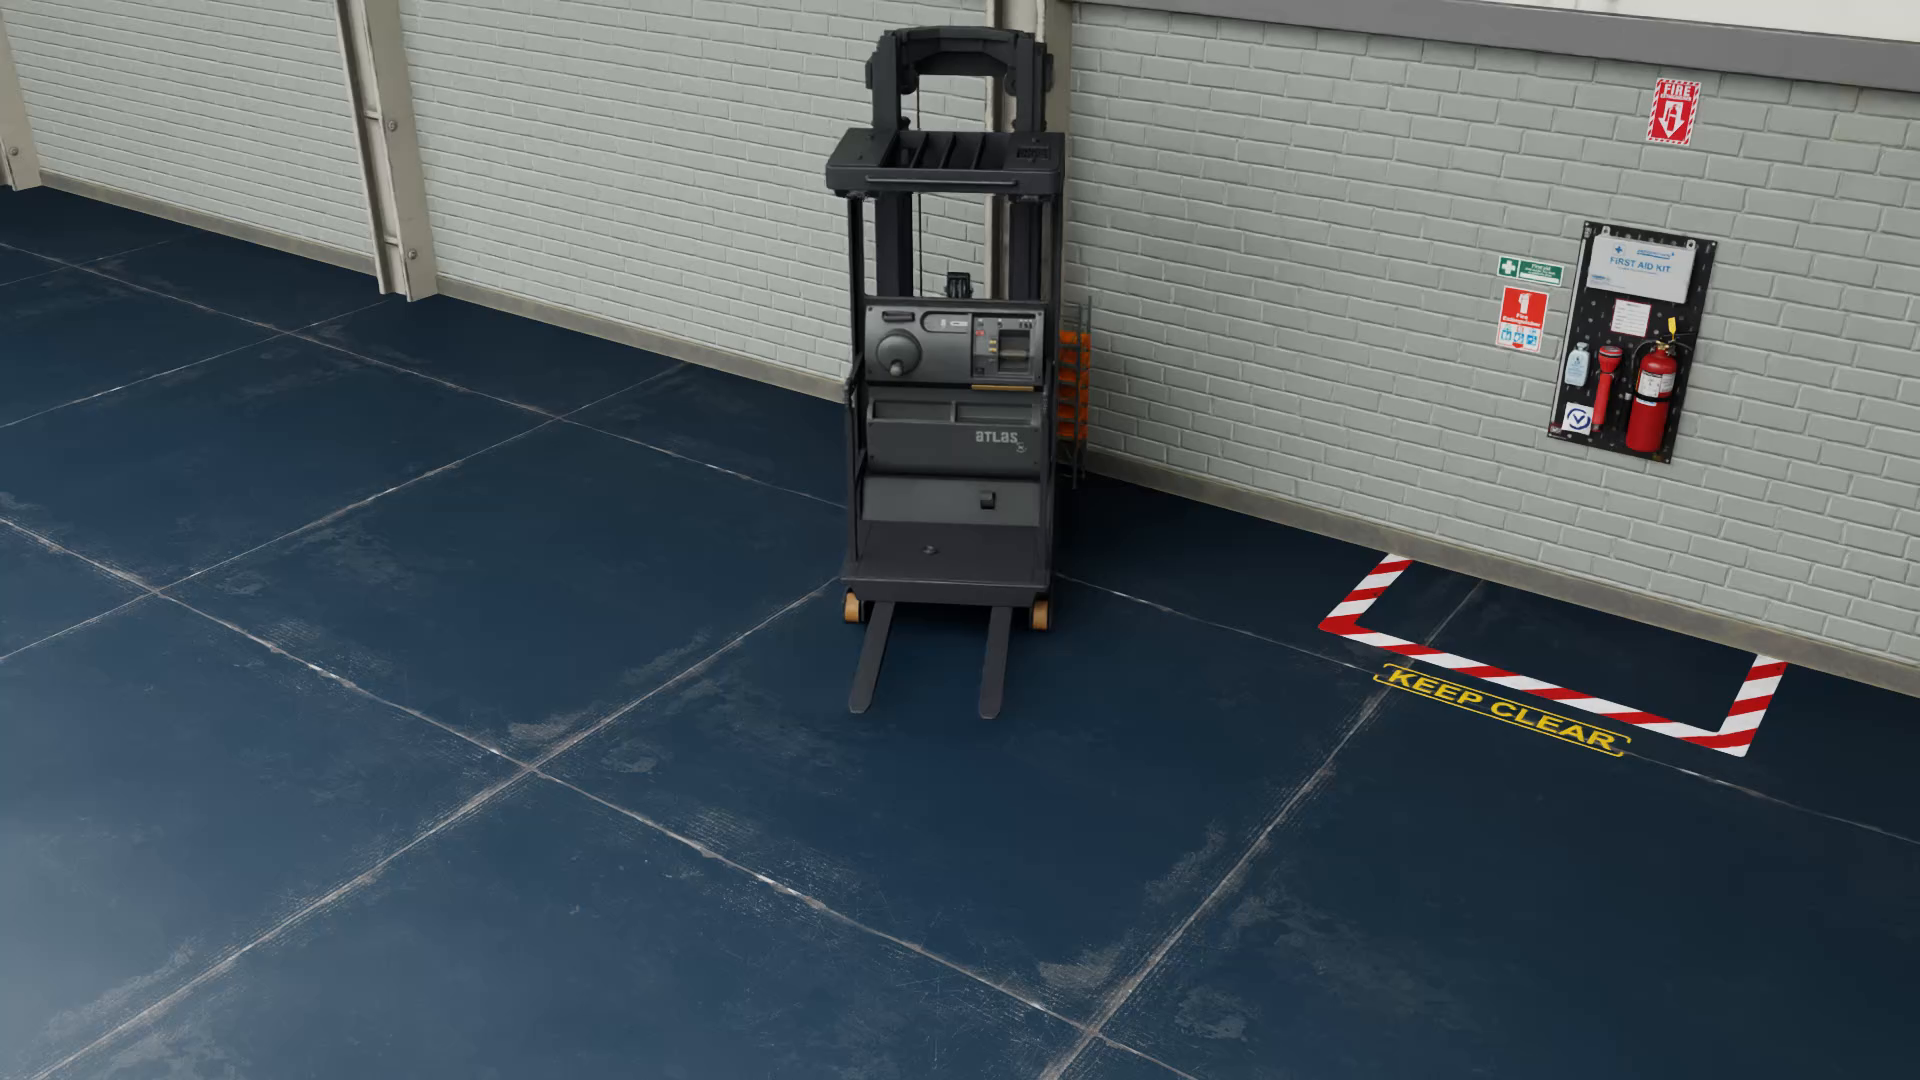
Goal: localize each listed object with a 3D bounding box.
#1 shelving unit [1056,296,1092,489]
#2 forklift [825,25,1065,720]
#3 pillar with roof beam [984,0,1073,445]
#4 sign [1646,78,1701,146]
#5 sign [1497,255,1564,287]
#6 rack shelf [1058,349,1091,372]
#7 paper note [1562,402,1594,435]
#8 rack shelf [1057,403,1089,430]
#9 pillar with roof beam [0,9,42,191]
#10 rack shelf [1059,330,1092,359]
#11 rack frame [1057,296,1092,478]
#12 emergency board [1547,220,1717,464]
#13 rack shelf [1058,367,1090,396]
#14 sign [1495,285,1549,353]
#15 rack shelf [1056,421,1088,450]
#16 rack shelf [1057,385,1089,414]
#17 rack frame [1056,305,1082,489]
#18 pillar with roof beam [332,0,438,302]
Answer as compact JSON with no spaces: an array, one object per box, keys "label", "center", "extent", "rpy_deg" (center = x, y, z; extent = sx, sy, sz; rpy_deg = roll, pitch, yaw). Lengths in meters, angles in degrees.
[{"label":"shelving unit","center":[0.646,-0.912,10.217],"extent":[0.258,1.200,0.189],"rpy_deg":[10,29,20]},{"label":"forklift","center":[-0.045,-0.984,8.451],"extent":[1.130,2.935,3.031],"rpy_deg":[2,27,4]},{"label":"pillar with roof beam","center":[-2.044,-2.909,5.544],"extent":[0.400,9.000,9.100],"rpy_deg":[17,32,30]},{"label":"sign","center":[3.374,-2.025,7.867],"extent":[0.199,0.298,0.001],"rpy_deg":[17,32,30]},{"label":"sign","center":[2.925,-1.381,8.533],"extent":[0.331,0.109,0.001],"rpy_deg":[17,32,30]},{"label":"rack shelf","center":[0.646,-1.086,10.129],"extent":[0.258,0.103,0.180],"rpy_deg":[10,29,20]},{"label":"paper note","center":[3.217,-0.631,8.655],"extent":[0.142,0.148,0.016],"rpy_deg":[17,32,30]},{"label":"rack shelf","center":[0.646,-0.765,10.291],"extent":[0.258,0.103,0.180],"rpy_deg":[10,29,20]},{"label":"pillar with roof beam","center":[-11.935,-5.990,11.599],"extent":[0.400,9.000,9.100],"rpy_deg":[17,32,30]},{"label":"rack shelf","center":[0.645,-1.193,10.075],"extent":[0.258,0.103,0.180],"rpy_deg":[10,29,20]},{"label":"rack frame","center":[0.680,-0.950,10.293],"extent":[0.240,1.200,0.006],"rpy_deg":[10,29,20]},{"label":"emergency board","center":[3.324,-0.953,8.315],"extent":[0.643,1.169,0.194],"rpy_deg":[17,32,30]},{"label":"rack shelf","center":[0.646,-0.979,10.183],"extent":[0.258,0.103,0.180],"rpy_deg":[10,29,20]},{"label":"sign","center":[2.927,-1.149,8.662],"extent":[0.234,0.329,0.001],"rpy_deg":[17,32,30]},{"label":"rack shelf","center":[0.646,-0.658,10.345],"extent":[0.258,0.103,0.180],"rpy_deg":[10,29,20]},{"label":"rack shelf","center":[0.646,-0.872,10.237],"extent":[0.258,0.103,0.180],"rpy_deg":[10,29,20]},{"label":"rack frame","center":[0.611,-0.873,10.142],"extent":[0.240,1.200,0.006],"rpy_deg":[10,29,20]},{"label":"pillar with roof beam","center":[-6.989,-4.450,8.572],"extent":[0.400,9.000,9.100],"rpy_deg":[17,32,30]}]
